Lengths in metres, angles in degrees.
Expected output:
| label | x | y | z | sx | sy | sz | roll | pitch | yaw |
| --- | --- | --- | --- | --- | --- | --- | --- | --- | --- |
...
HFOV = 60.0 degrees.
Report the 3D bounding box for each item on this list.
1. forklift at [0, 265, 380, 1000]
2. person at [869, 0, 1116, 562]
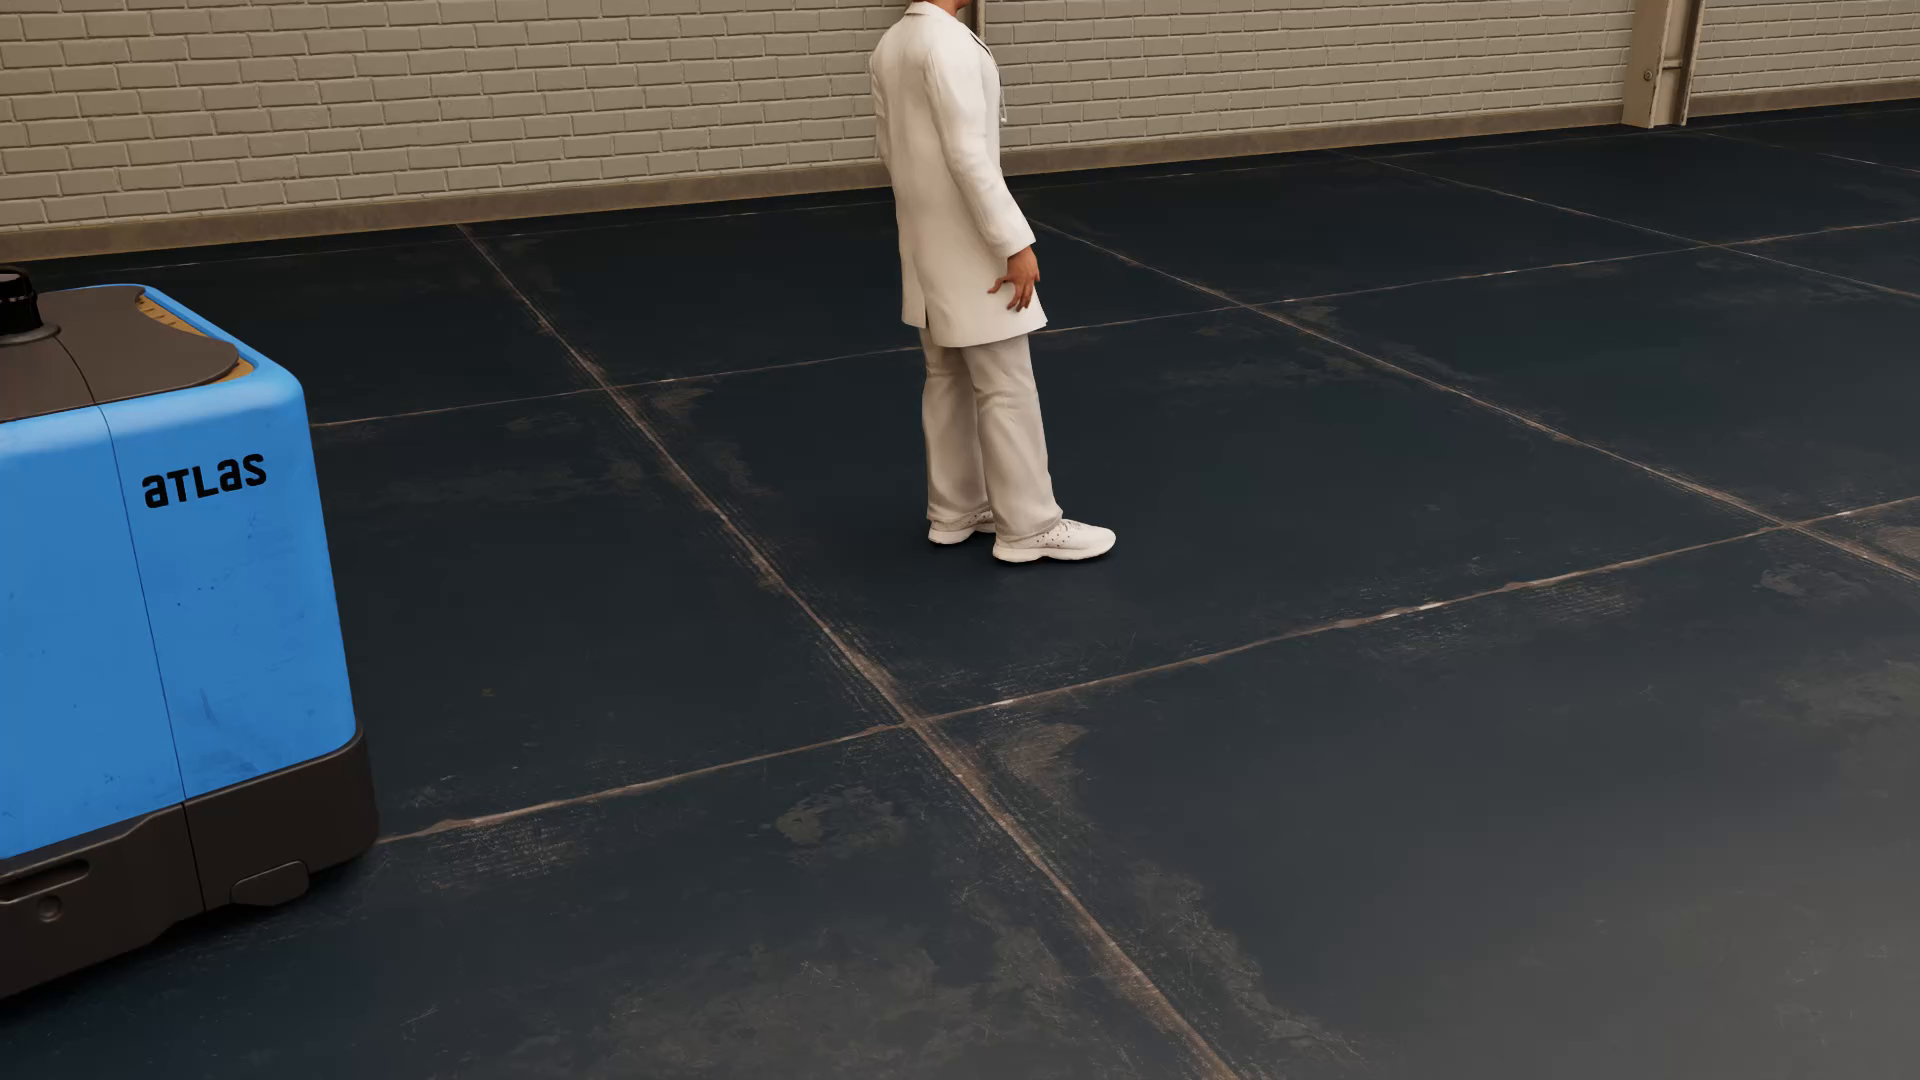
| label | x | y | z | sx | sy | sz | roll | pitch | yaw |
| --- | --- | --- | --- | --- | --- | --- | --- | --- | --- |
| forklift | -2.656 | -0.445 | 2.356 | 3.031 | 2.935 | 1.130 | -18 | 28 | -36 |
| person | 0.085 | -0.841 | 4.796 | 0.578 | 1.778 | 0.696 | -10 | 25 | -23 |
